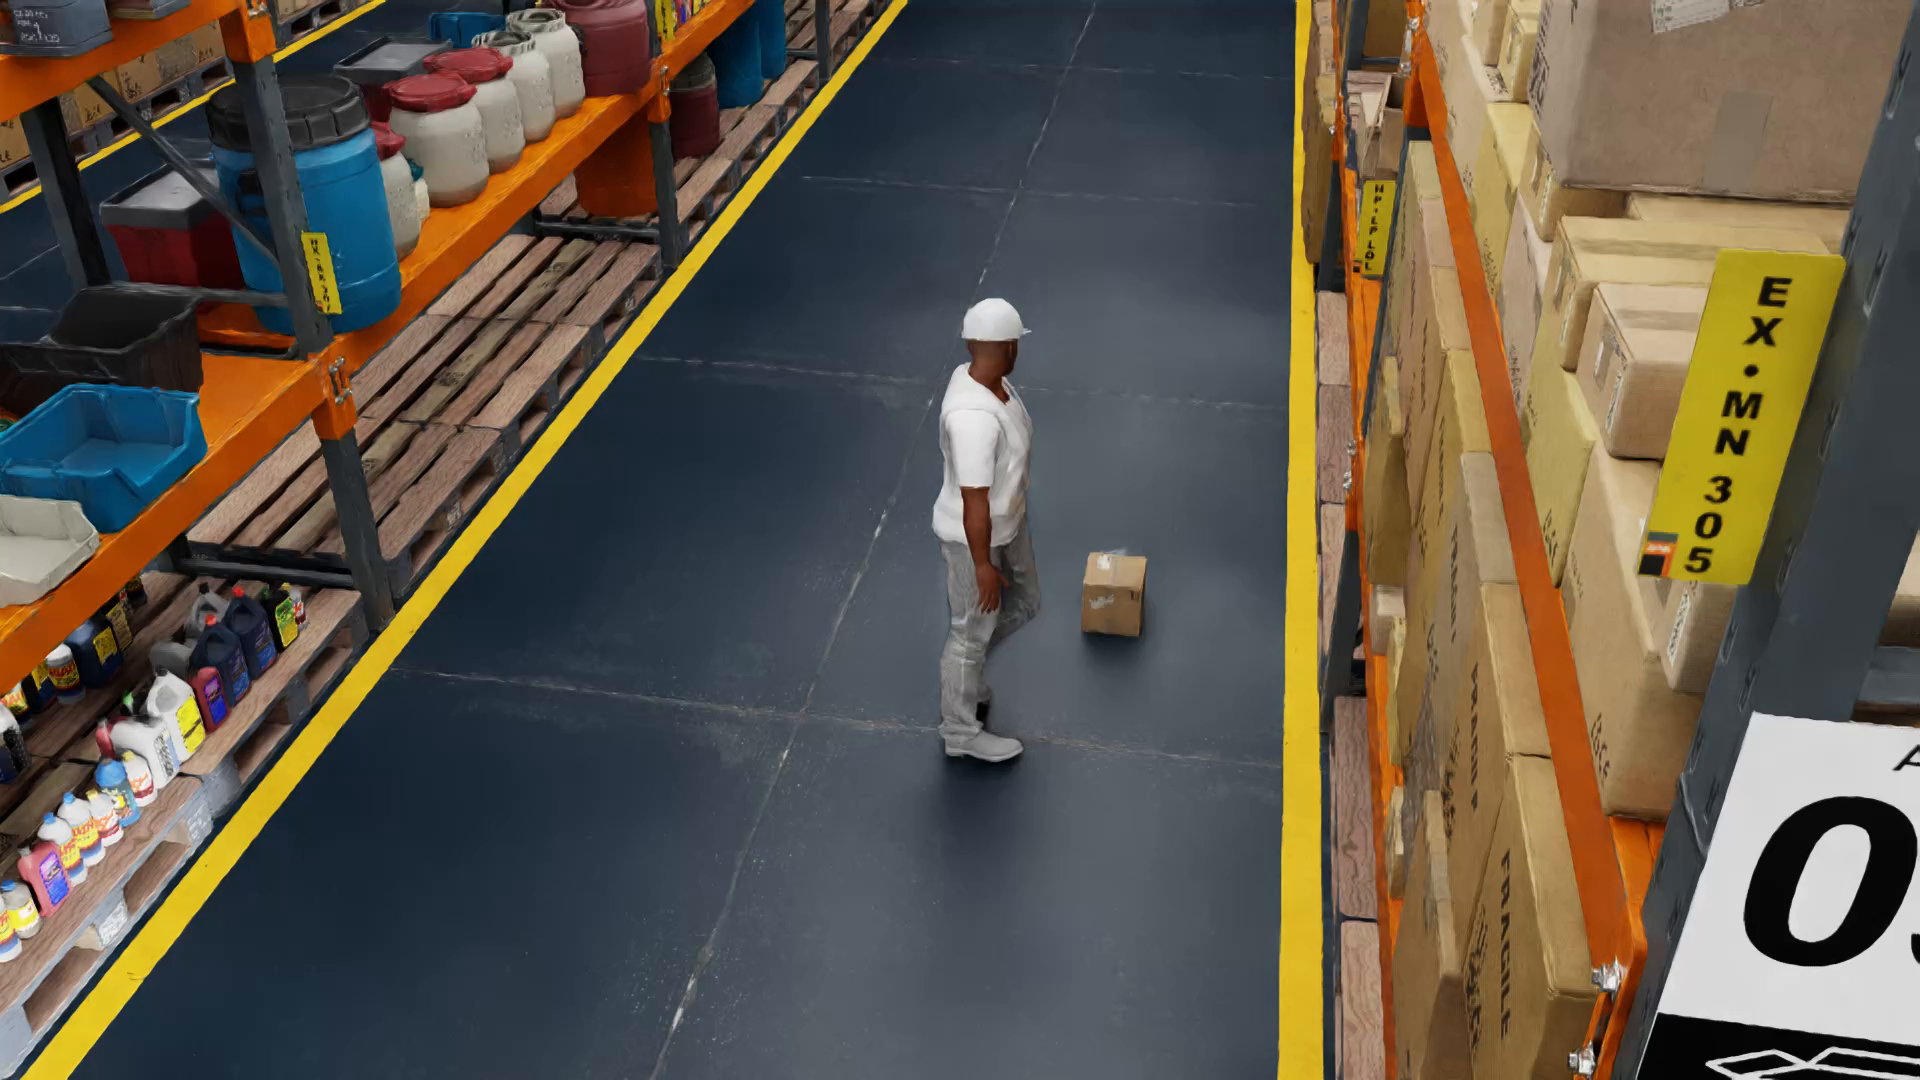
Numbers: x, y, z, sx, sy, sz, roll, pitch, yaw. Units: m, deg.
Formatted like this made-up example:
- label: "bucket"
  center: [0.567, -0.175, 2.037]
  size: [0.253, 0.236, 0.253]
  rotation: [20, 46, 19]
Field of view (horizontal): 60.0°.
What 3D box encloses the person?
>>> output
- label: "person"
  center: [0.092, -0.039, 6.173]
  size: [0.440, 1.751, 0.664]
  rotation: [9, 33, 14]
